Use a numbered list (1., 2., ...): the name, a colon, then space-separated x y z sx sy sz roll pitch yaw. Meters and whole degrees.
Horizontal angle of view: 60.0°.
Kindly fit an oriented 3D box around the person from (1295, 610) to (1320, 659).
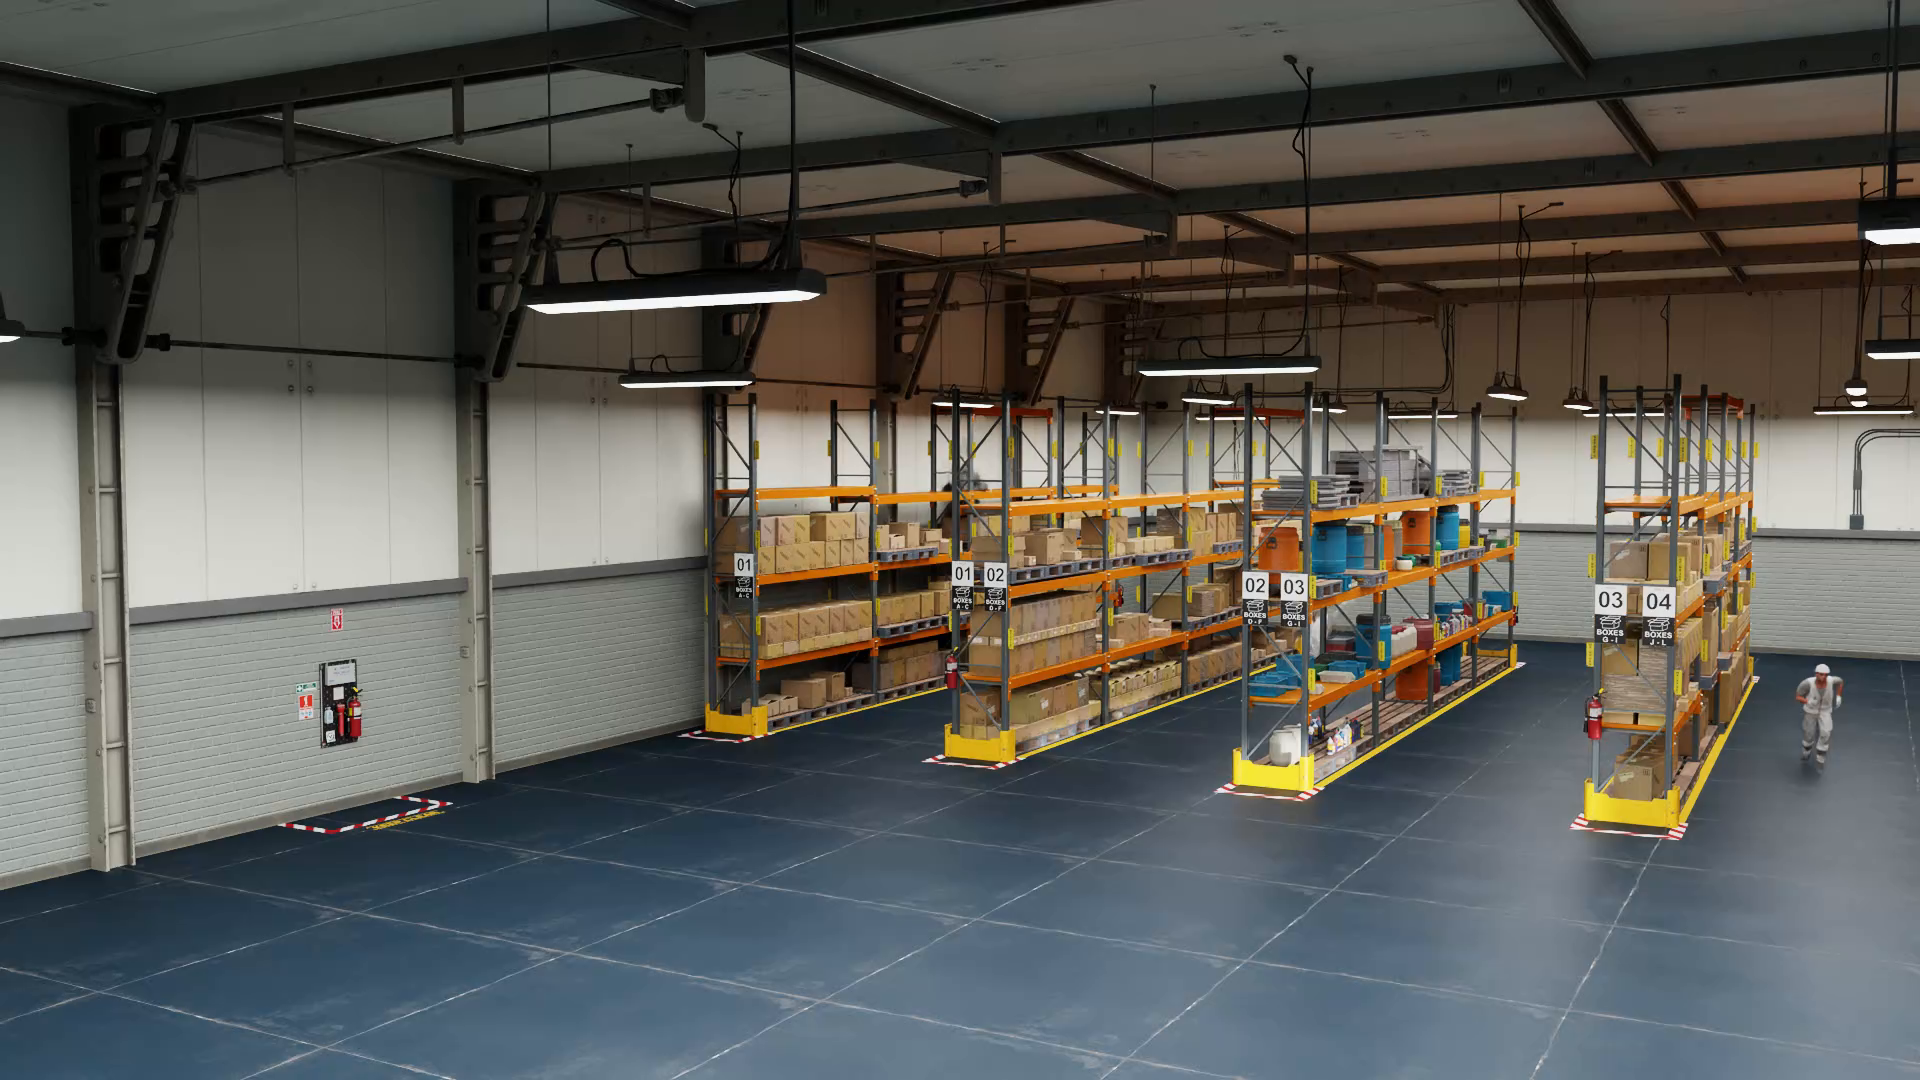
1. person: 7.304 2.240 34.686 0.668 1.738 0.634 1 3 14

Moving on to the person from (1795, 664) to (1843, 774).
1. person: 13.444 2.771 26.079 0.702 1.745 1.016 1 3 15
